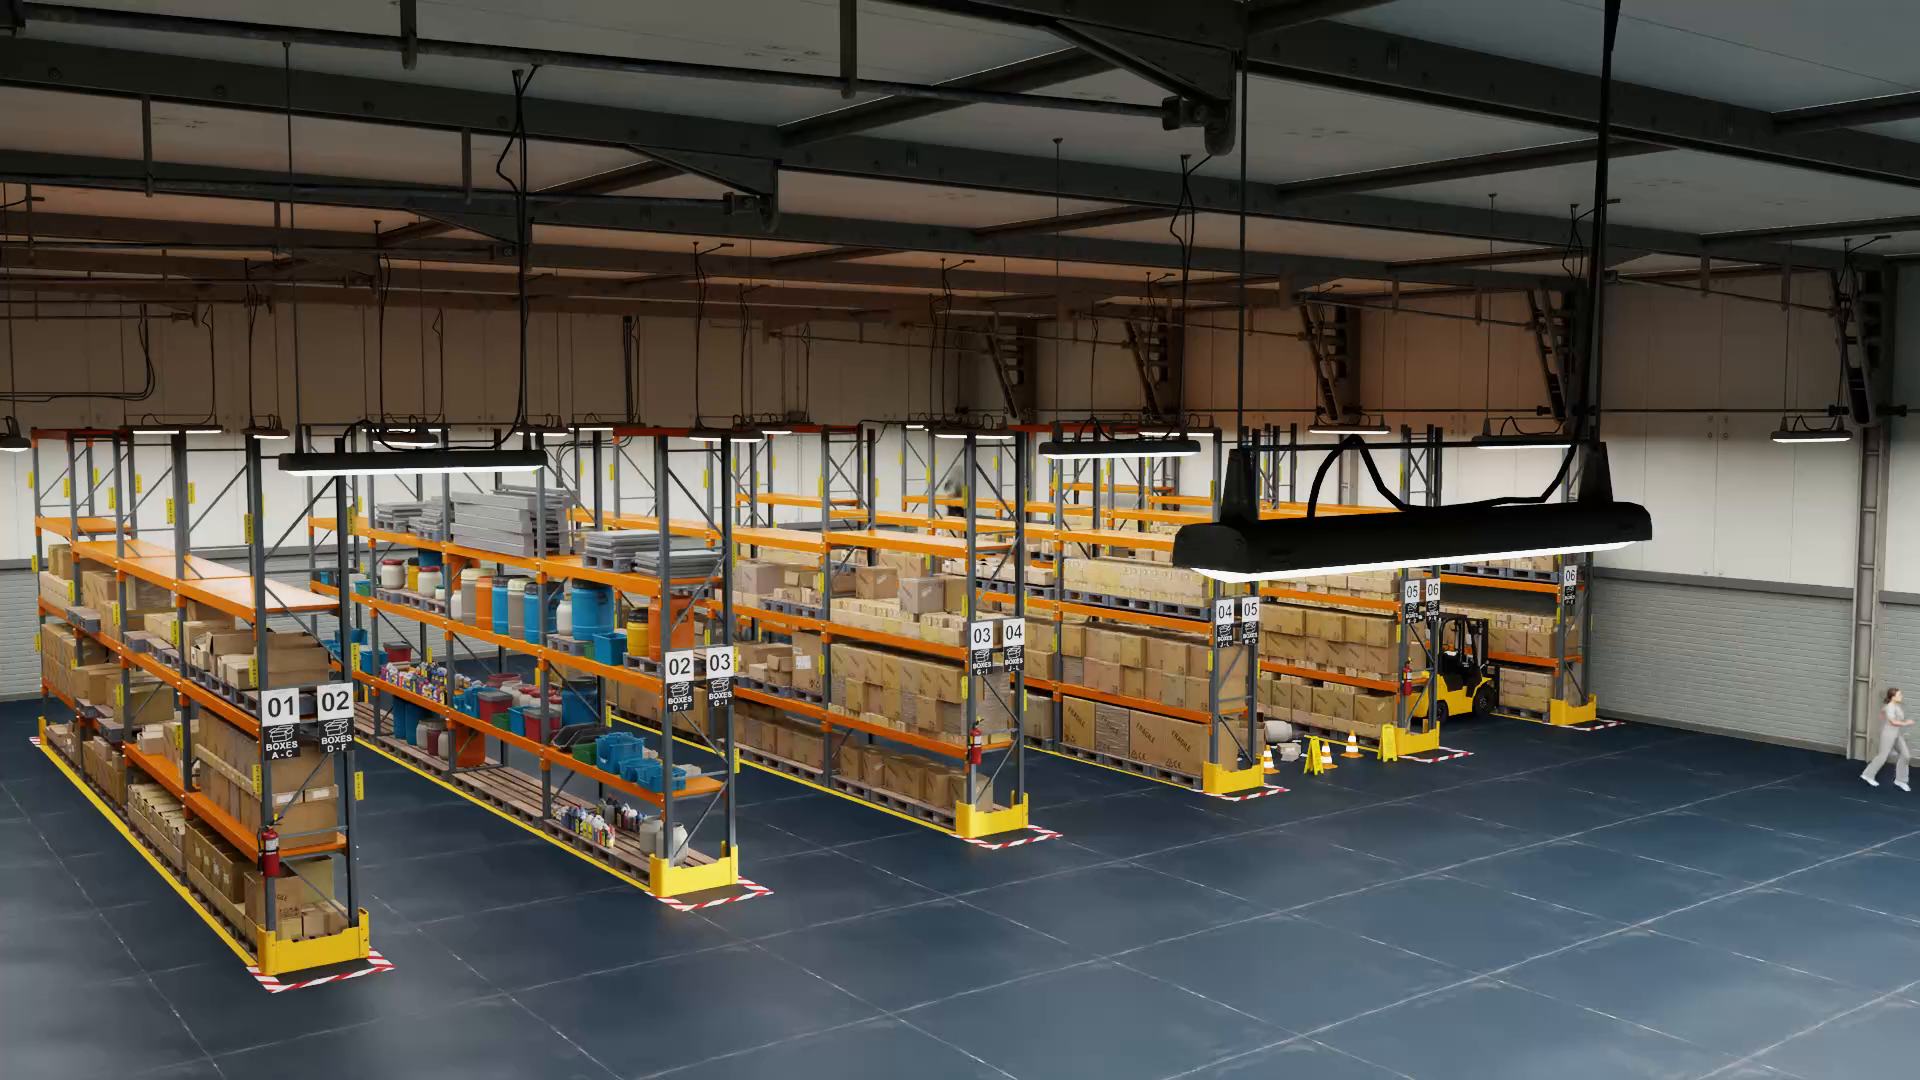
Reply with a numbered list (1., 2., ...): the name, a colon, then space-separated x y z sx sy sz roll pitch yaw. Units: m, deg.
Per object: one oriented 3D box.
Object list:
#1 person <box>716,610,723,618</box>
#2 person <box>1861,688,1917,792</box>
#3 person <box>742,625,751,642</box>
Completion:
1. person: -6.134 2.323 41.326 0.578 1.579 0.681 -3 5 -30
2. person: 15.497 3.319 27.697 0.554 1.738 0.772 -4 6 -45
3. person: -5.462 2.193 42.672 0.518 1.565 0.601 2 5 26
